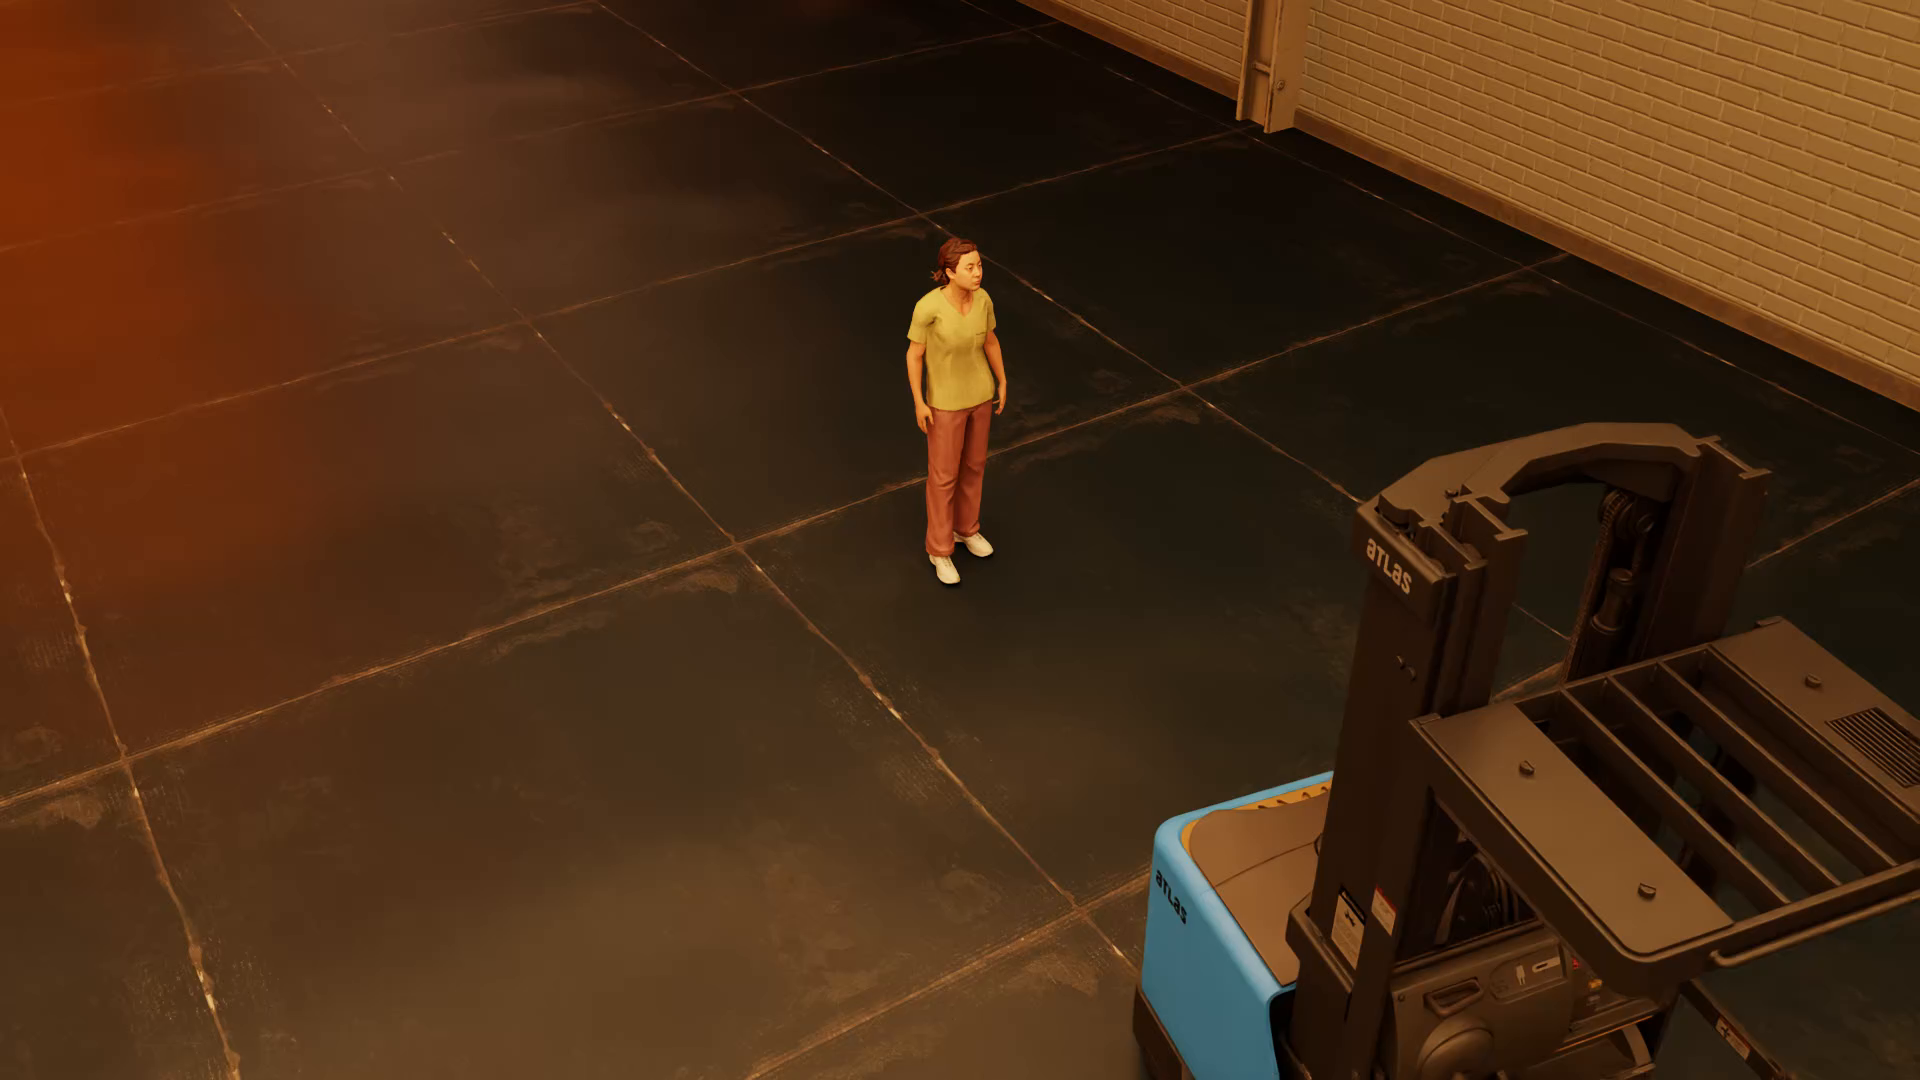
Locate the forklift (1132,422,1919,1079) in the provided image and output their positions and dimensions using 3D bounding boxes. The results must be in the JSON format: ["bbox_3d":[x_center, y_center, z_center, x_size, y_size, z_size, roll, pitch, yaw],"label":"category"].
[{"bbox_3d":[1.635,1.300,4.298,1.130,2.935,3.031,-13,37,-17],"label":"forklift"}]

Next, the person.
[{"bbox_3d":[0.031,-0.652,8.155,0.553,1.673,0.548,-21,40,-27],"label":"person"}]
